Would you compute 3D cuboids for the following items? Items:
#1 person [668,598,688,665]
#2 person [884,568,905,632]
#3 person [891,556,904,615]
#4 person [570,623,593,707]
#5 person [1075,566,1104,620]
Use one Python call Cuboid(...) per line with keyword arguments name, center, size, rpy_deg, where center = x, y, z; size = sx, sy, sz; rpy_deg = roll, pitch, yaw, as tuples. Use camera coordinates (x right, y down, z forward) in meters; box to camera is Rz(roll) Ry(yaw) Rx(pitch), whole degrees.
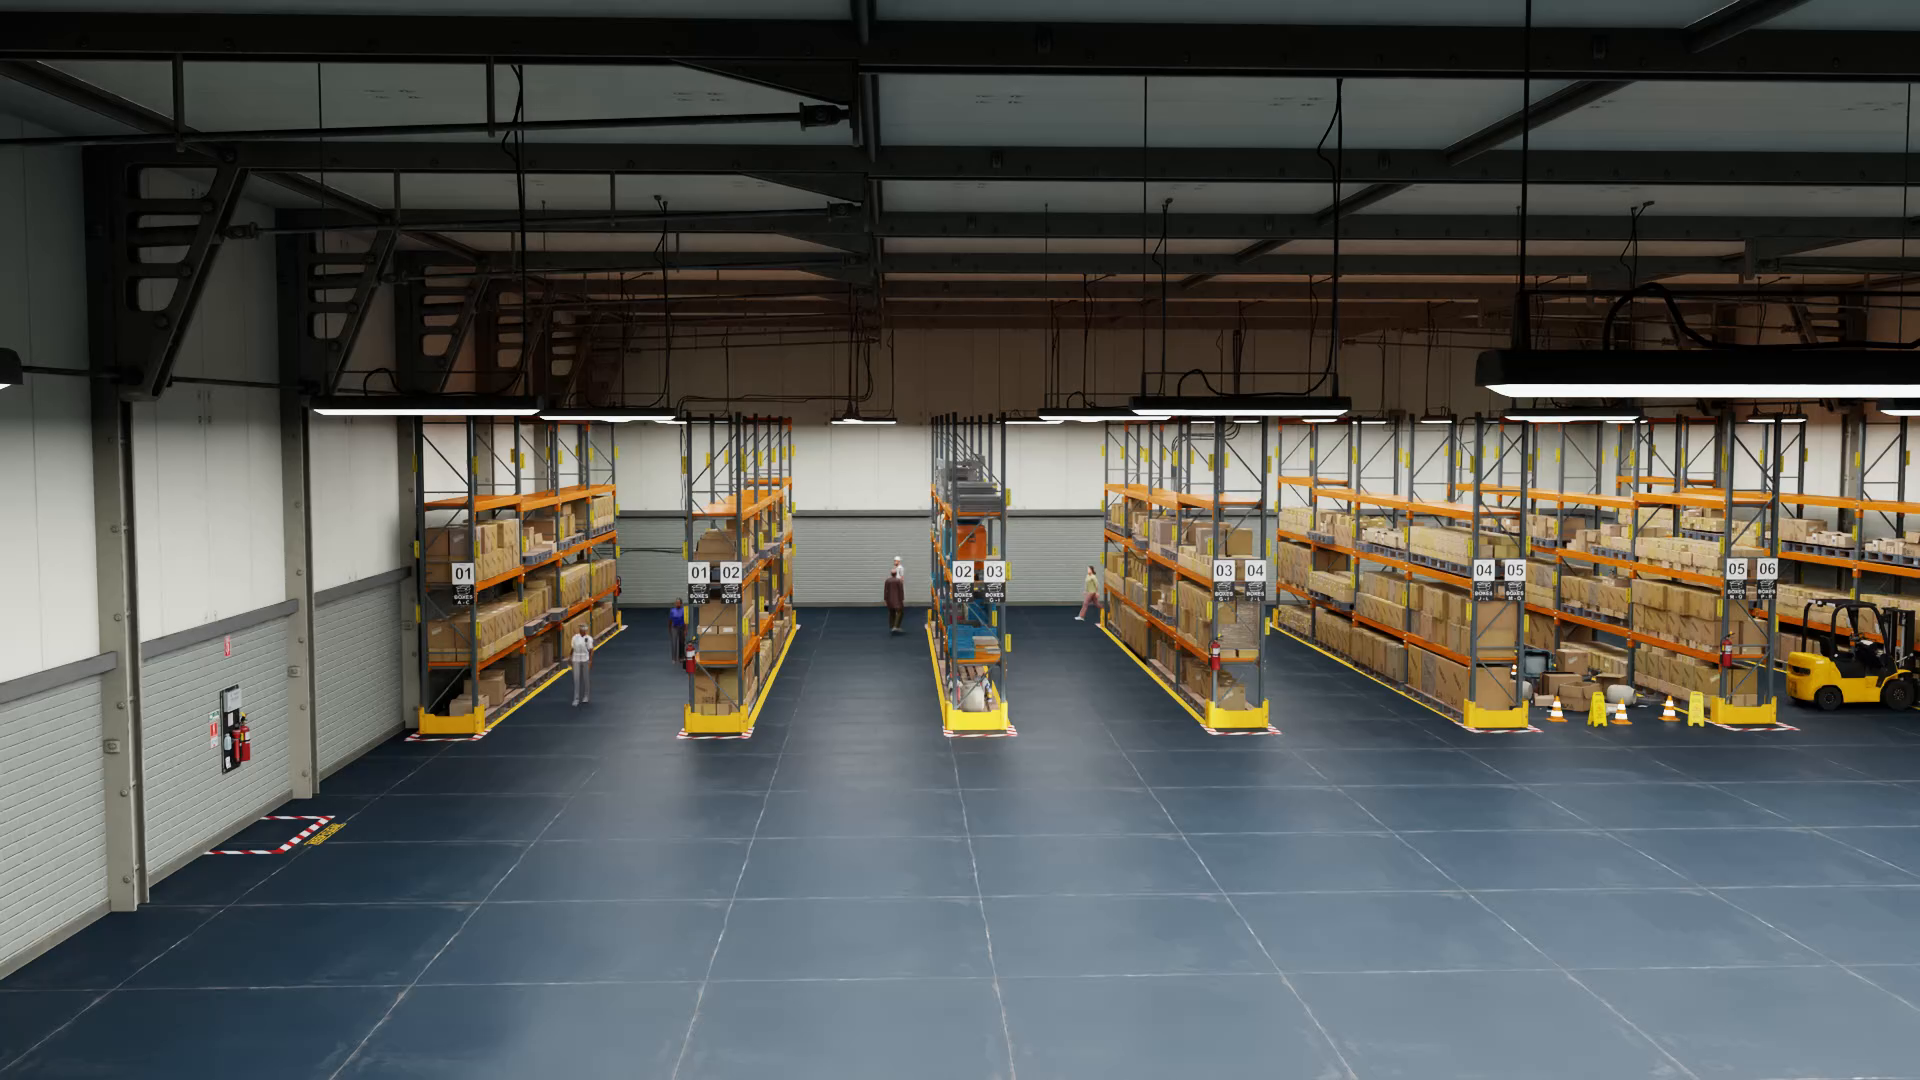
Cuboid(name="person", center=(-6.744, 2.184, 39.870), size=(0.470, 1.605, 0.970), rpy_deg=(-1, 4, -16))
Cuboid(name="person", center=(-1.841, 1.685, 46.374), size=(0.633, 1.778, 0.586), rpy_deg=(2, 4, 22))
Cuboid(name="person", center=(-1.951, 1.387, 50.301), size=(0.461, 1.787, 0.603), rpy_deg=(-2, 4, -26))
Cuboid(name="person", center=(-7.812, 2.565, 34.342), size=(0.469, 1.673, 0.684), rpy_deg=(-1, 4, -11))
Cuboid(name="person", center=(3.887, 1.561, 49.178), size=(1.052, 1.618, 0.433), rpy_deg=(-1, 4, -8))
